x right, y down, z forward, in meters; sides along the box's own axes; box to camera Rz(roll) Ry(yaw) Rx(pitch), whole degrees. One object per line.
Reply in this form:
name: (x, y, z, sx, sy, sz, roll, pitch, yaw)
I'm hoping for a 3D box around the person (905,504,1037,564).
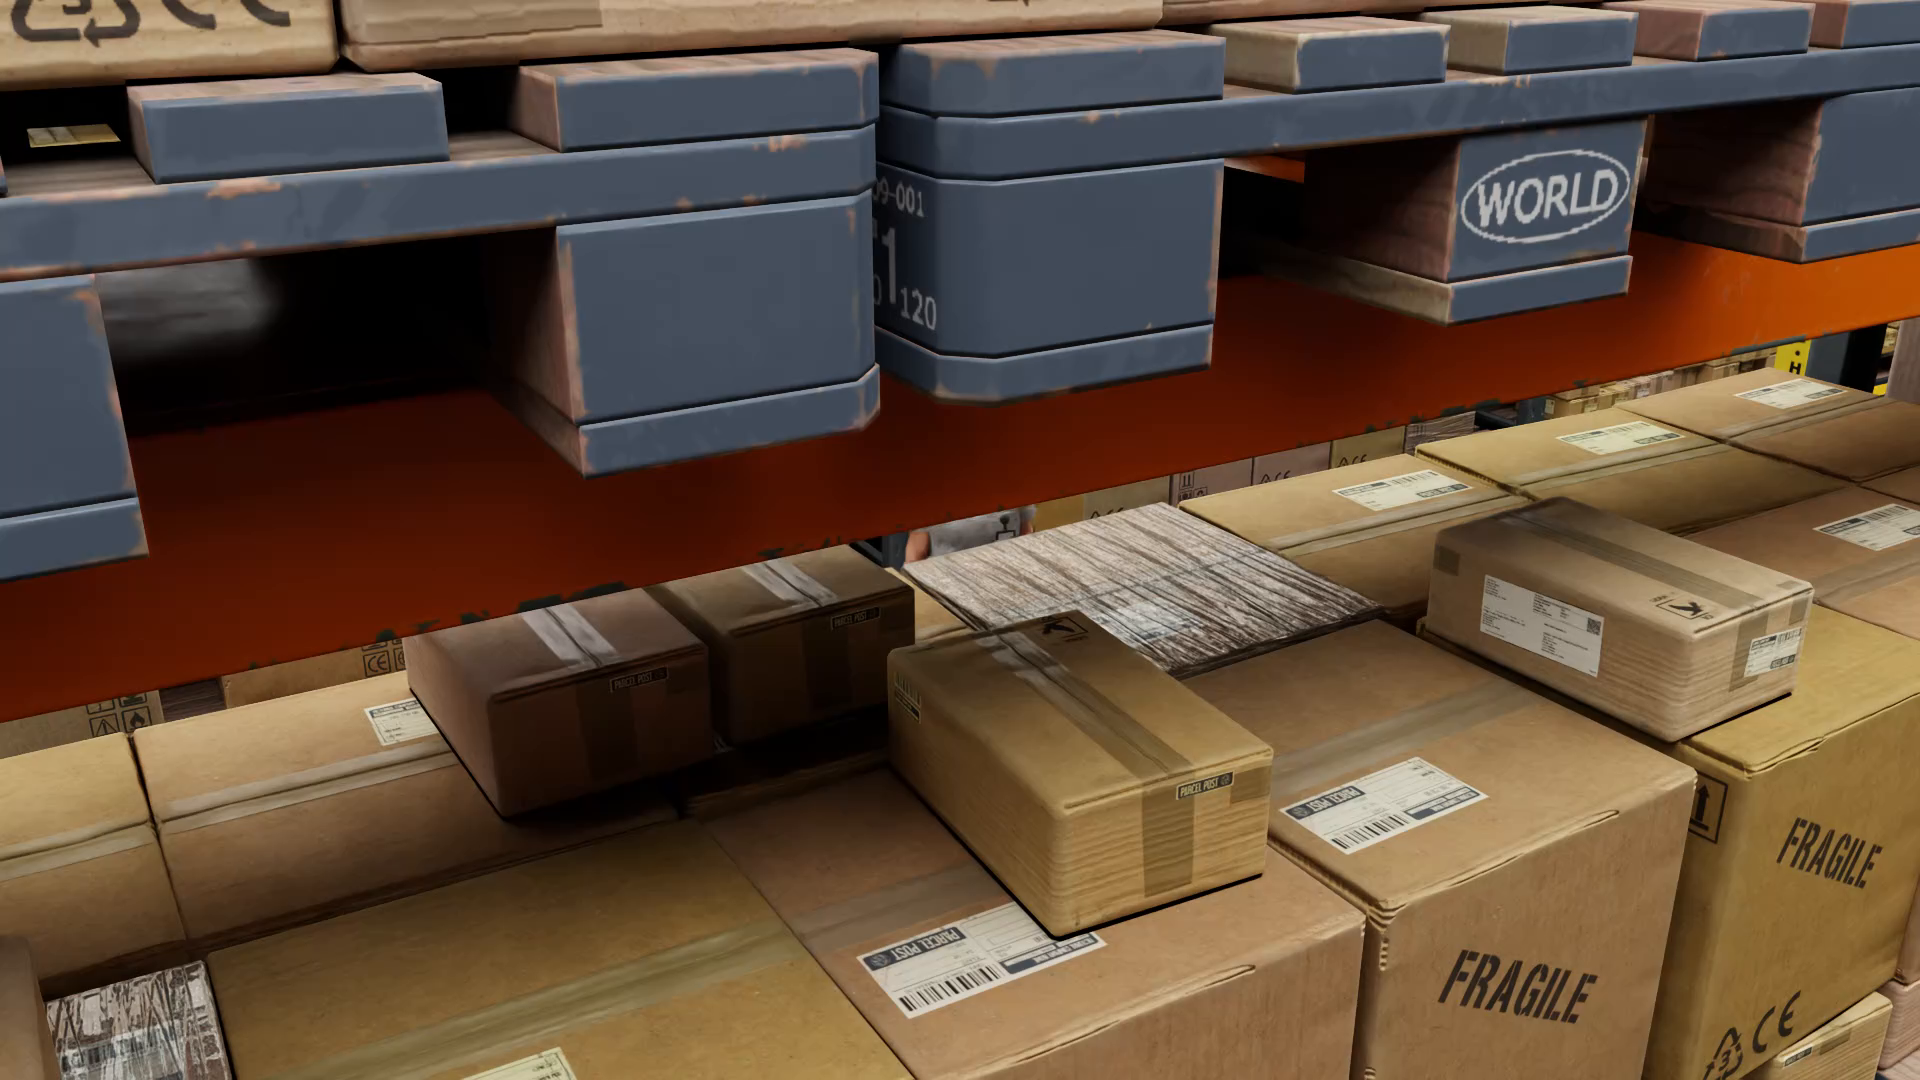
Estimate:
person: (0.034, 0.249, 5.441, 0.436, 1.630, 0.959, 0, 22, 0)
